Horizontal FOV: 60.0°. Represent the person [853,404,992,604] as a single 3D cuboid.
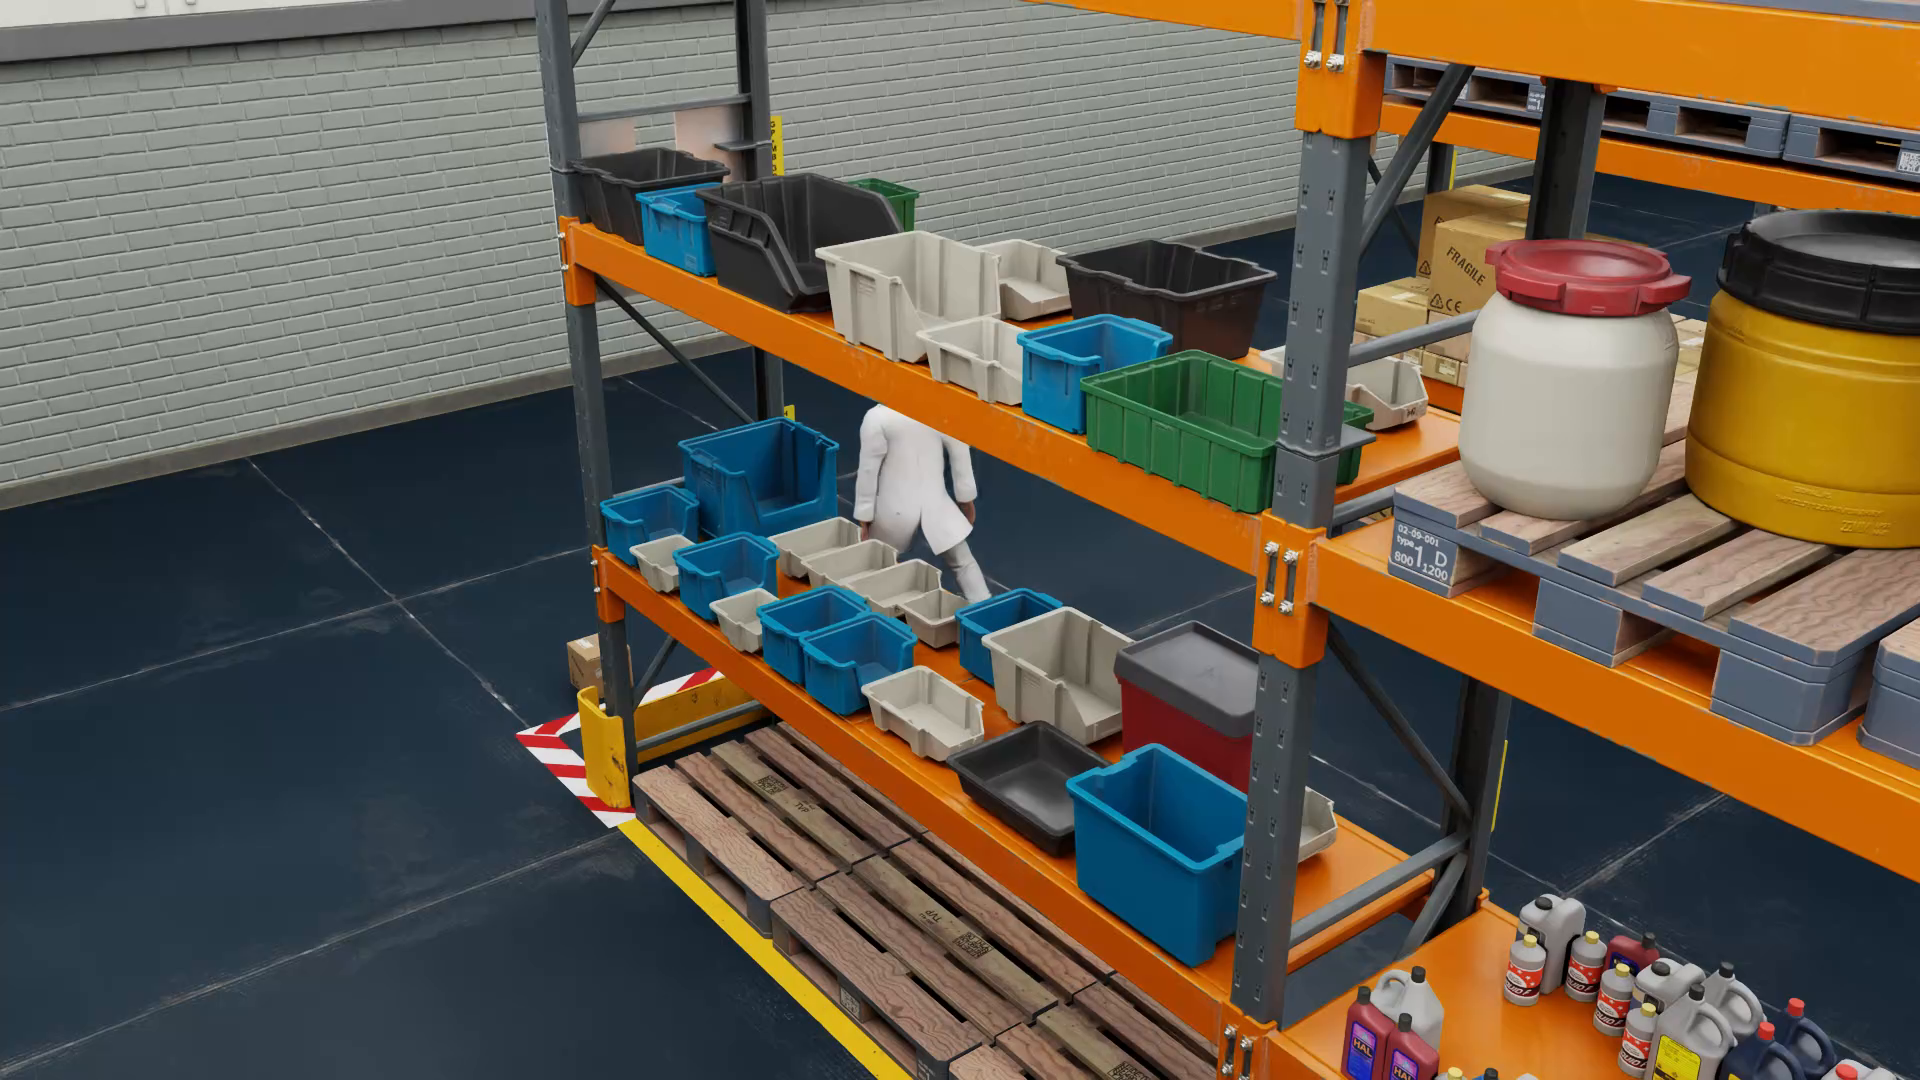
[{"bbox_3d":[-0.158,-0.168,9.027,0.840,1.727,0.957,-11,26,-22],"label":"person"}]
